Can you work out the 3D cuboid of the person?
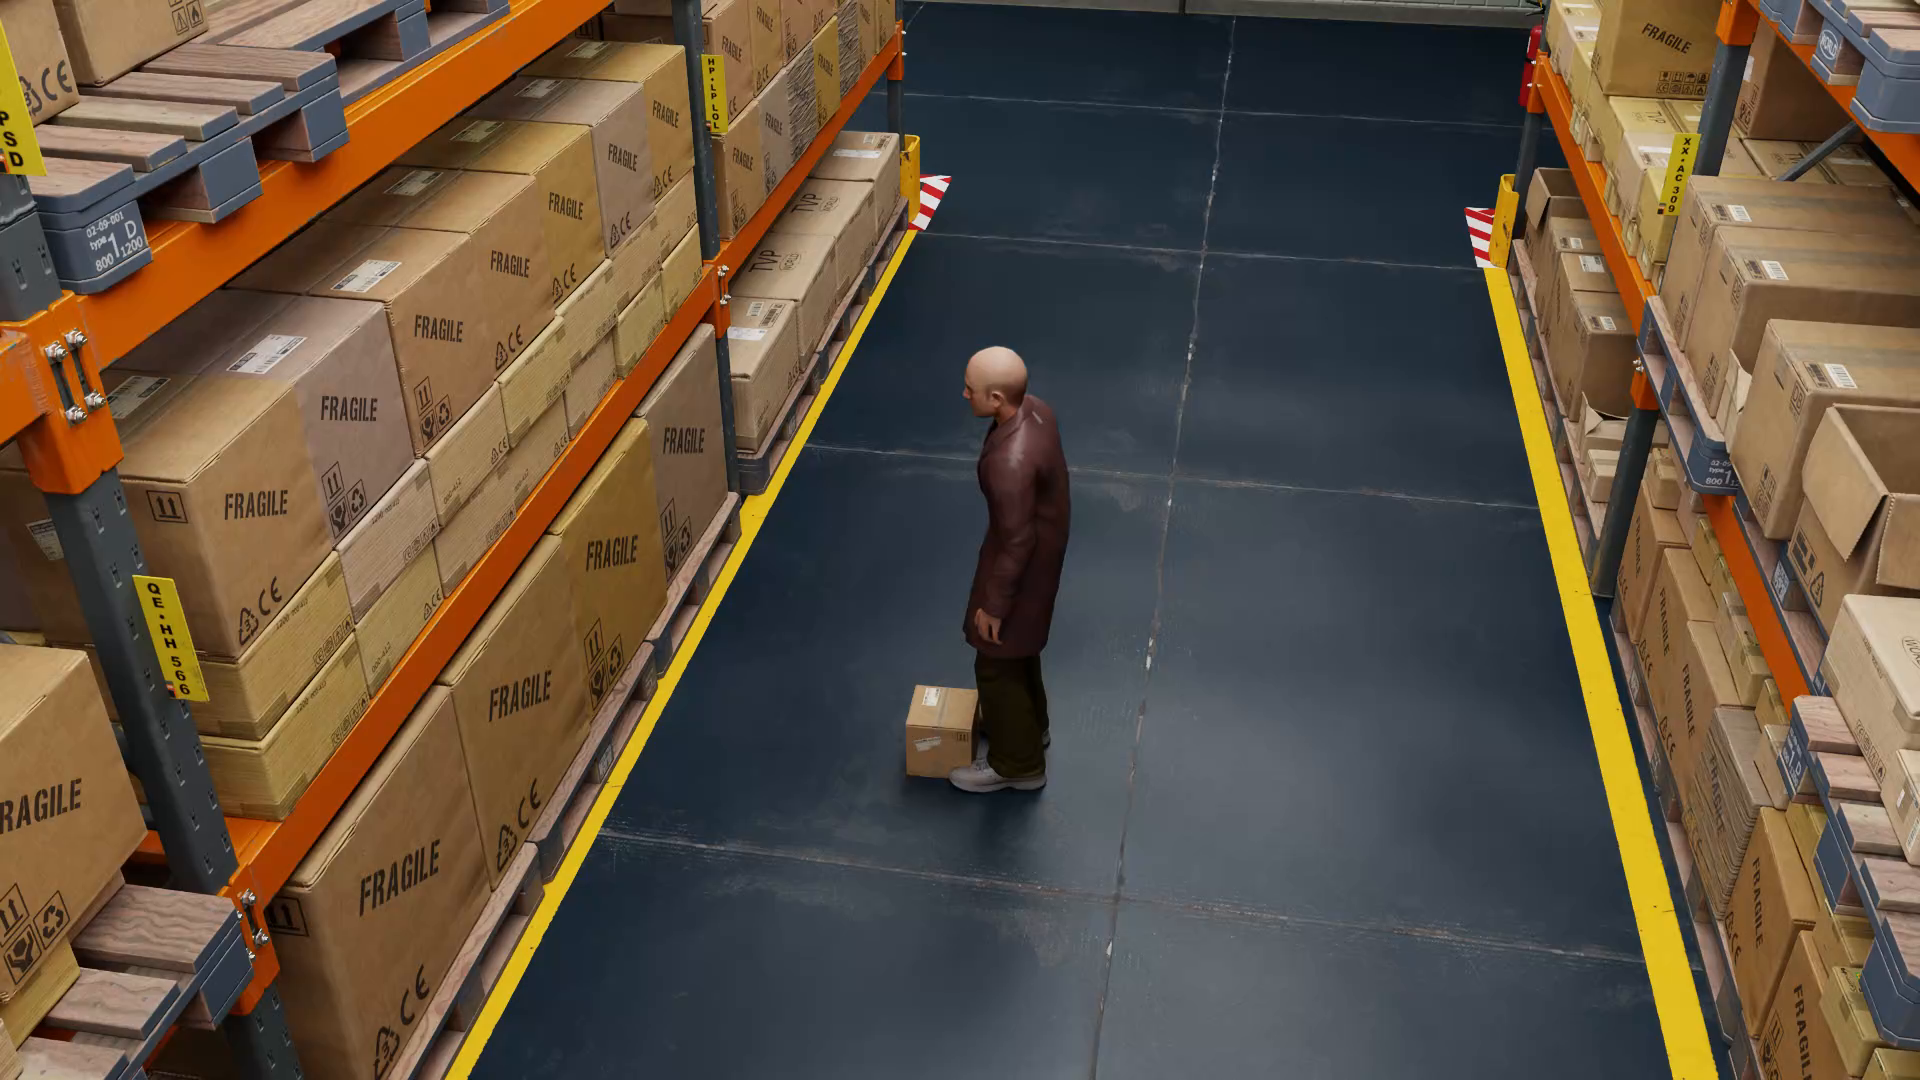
[{"bbox_3d":[0.180,0.191,6.016,0.419,1.592,0.645,5,32,8],"label":"person"}]
